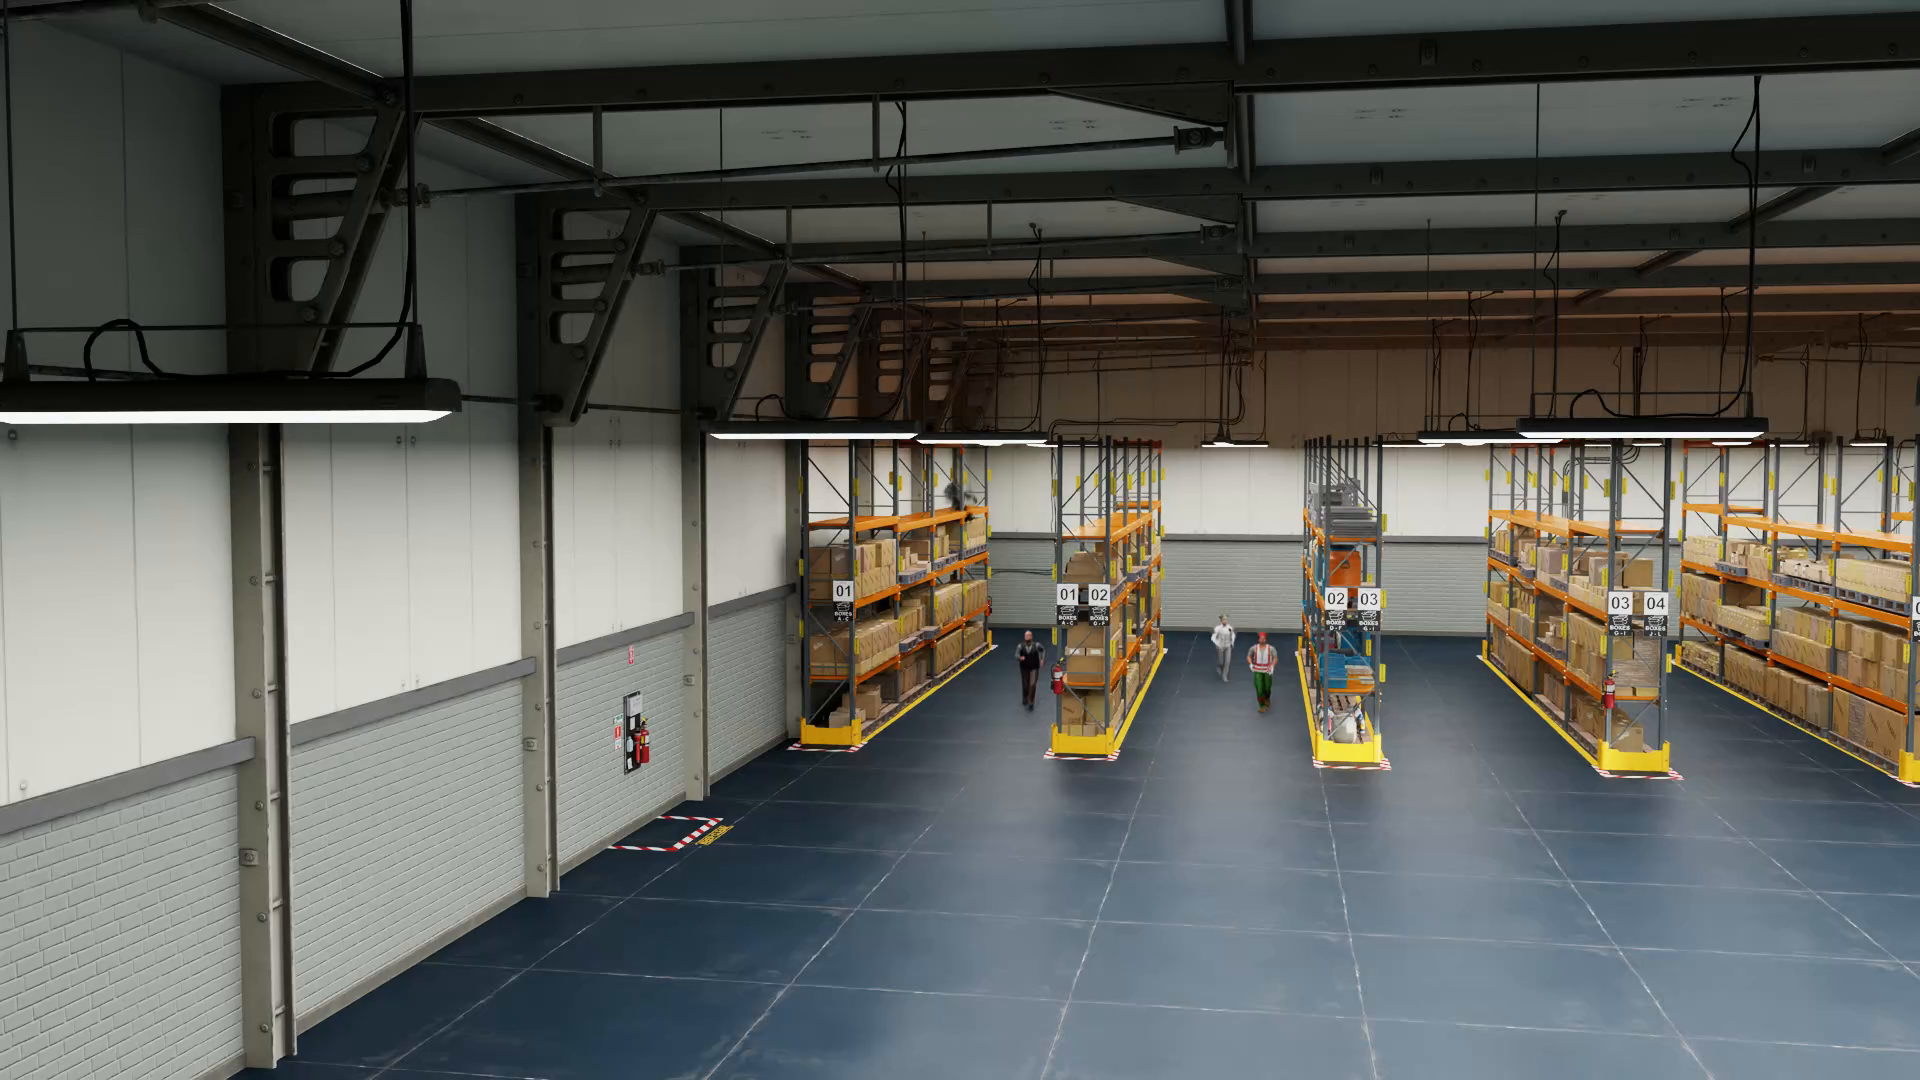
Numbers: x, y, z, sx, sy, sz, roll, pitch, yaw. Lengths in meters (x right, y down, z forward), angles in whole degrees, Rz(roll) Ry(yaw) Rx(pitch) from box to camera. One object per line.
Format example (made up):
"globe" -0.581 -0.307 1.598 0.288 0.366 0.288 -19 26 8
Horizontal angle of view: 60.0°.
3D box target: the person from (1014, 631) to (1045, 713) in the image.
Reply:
"person" 1.536 2.878 36.665 0.665 1.755 0.953 0 3 9

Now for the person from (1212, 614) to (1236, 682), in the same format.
"person" 6.567 2.666 41.331 0.617 1.671 0.696 0 3 -4

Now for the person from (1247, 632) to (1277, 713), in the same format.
"person" 6.605 2.880 36.394 0.666 1.750 0.596 1 3 13
